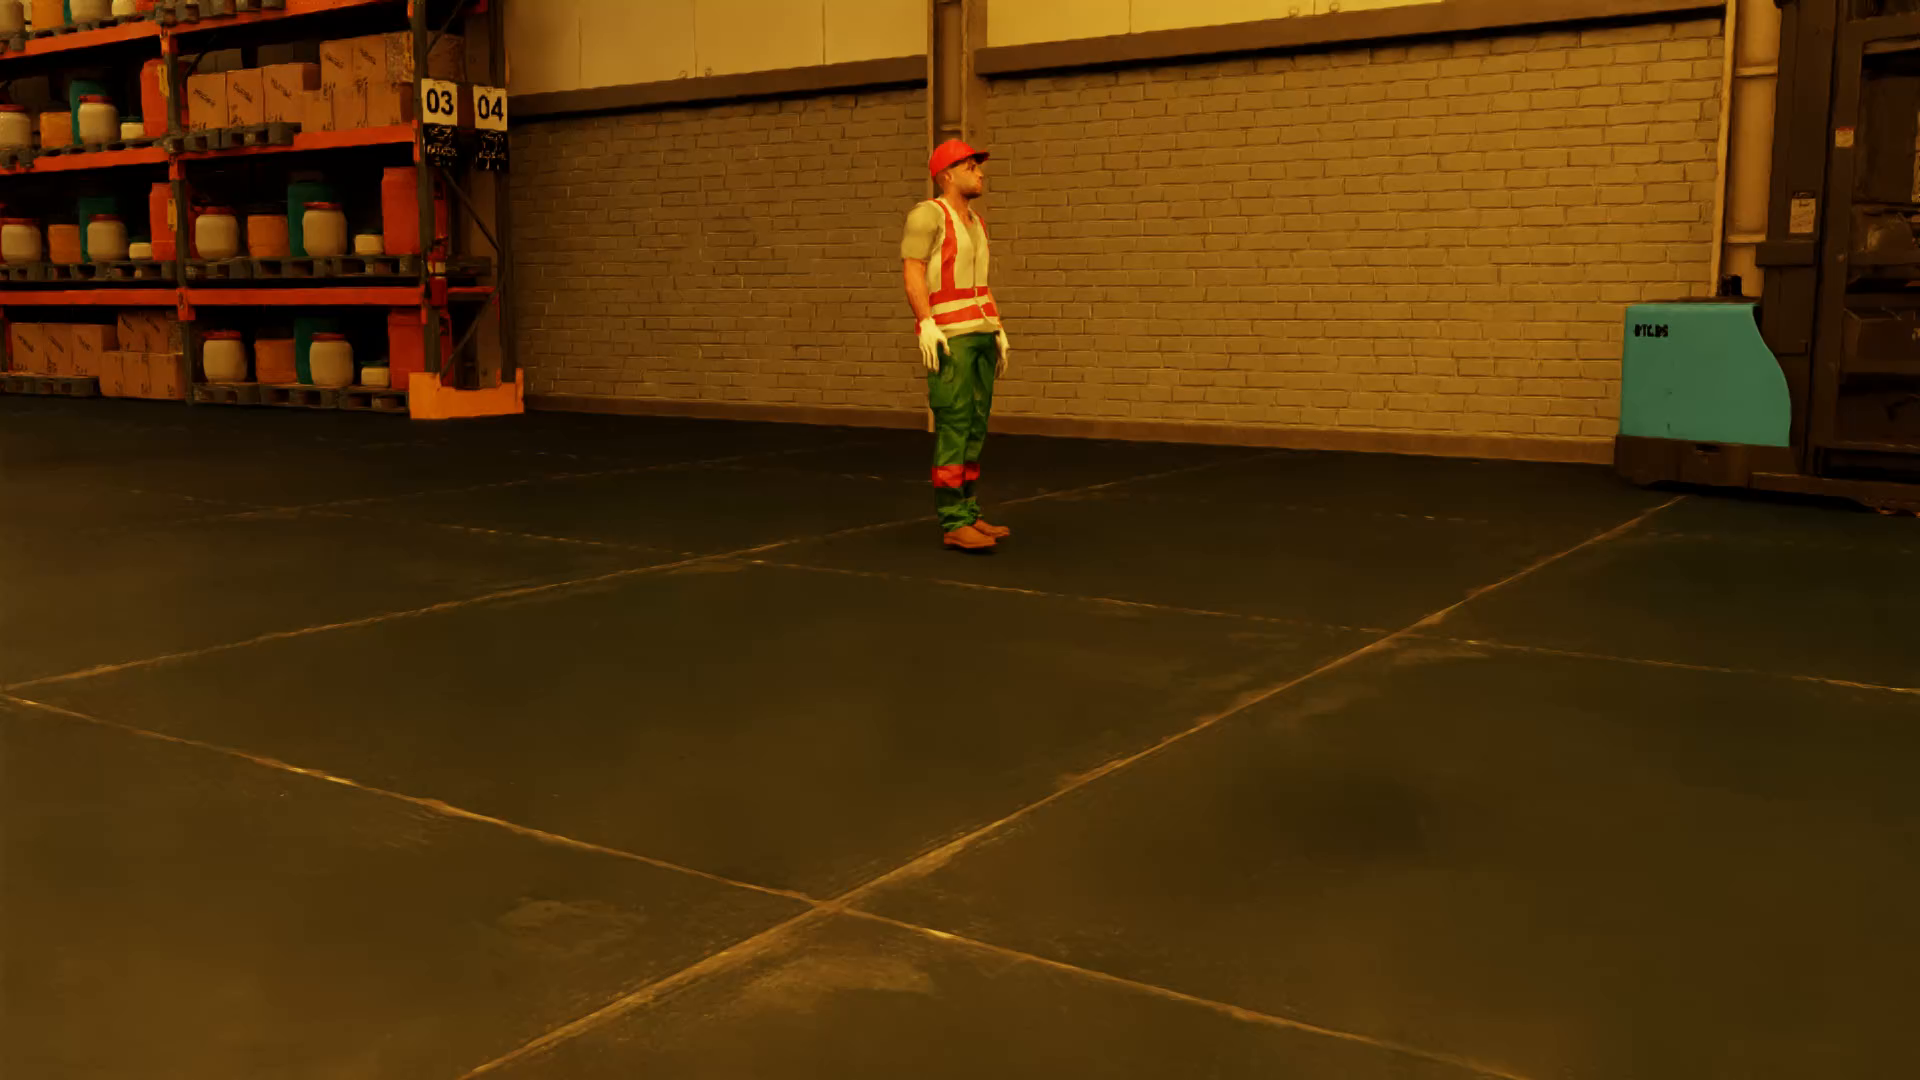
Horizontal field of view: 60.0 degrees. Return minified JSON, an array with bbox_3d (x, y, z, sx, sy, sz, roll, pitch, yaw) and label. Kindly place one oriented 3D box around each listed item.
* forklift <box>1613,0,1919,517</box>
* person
[{"bbox_3d":[5.116,-1.634,8.686,1.130,2.935,3.031,-6,10,-36],"label":"forklift"},{"bbox_3d":[0.061,-0.885,7.423,0.563,1.787,0.637,5,10,34],"label":"person"}]
